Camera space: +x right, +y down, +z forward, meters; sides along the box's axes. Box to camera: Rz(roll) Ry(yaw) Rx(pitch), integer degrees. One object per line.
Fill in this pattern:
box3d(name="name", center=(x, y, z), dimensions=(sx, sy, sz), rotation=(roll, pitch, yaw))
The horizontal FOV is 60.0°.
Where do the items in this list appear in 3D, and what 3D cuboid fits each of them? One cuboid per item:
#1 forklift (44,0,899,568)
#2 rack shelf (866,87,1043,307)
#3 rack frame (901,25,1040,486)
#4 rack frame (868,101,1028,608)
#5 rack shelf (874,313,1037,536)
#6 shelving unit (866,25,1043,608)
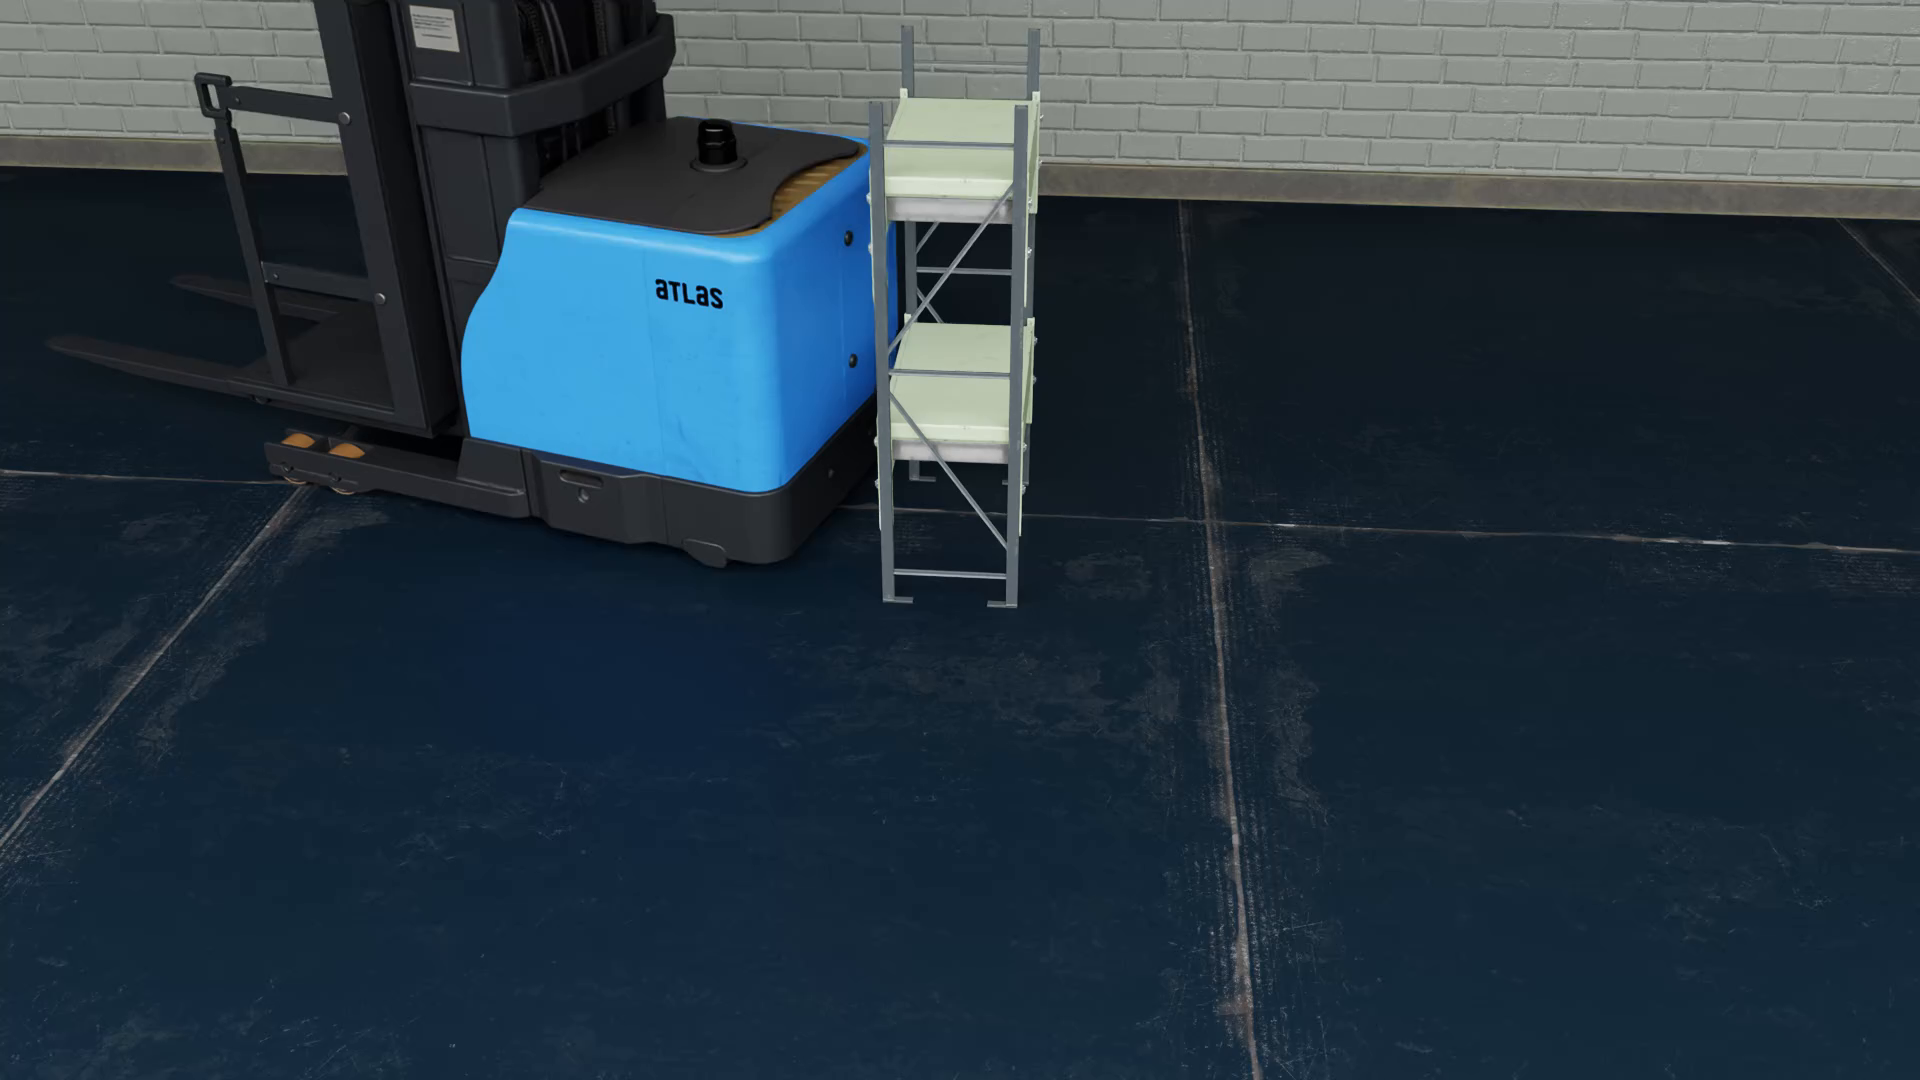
box3d(name="forklift", center=(-1.762, -1.641, 5.119), dimensions=(3.031, 2.935, 1.130), rotation=(11, 33, 18))
box3d(name="rack shelf", center=(0.001, -0.974, 4.657), dimensions=(0.431, 0.370, 0.720), rotation=(2, 32, 4))
box3d(name="rack frame", center=(0.030, -0.833, 5.173), dimensions=(0.400, 1.500, 0.023), rotation=(2, 32, 4))
box3d(name="rack frame", center=(-0.029, -0.451, 4.552), dimensions=(0.400, 1.500, 0.023), rotation=(2, 32, 4))
box3d(name="rack shelf", center=(0.001, -0.364, 5.033), dimensions=(0.431, 0.370, 0.720), rotation=(2, 32, 4))
box3d(name="shelving unit", center=(0.001, -0.642, 4.862), dimensions=(0.431, 1.500, 0.755), rotation=(2, 32, 4))
